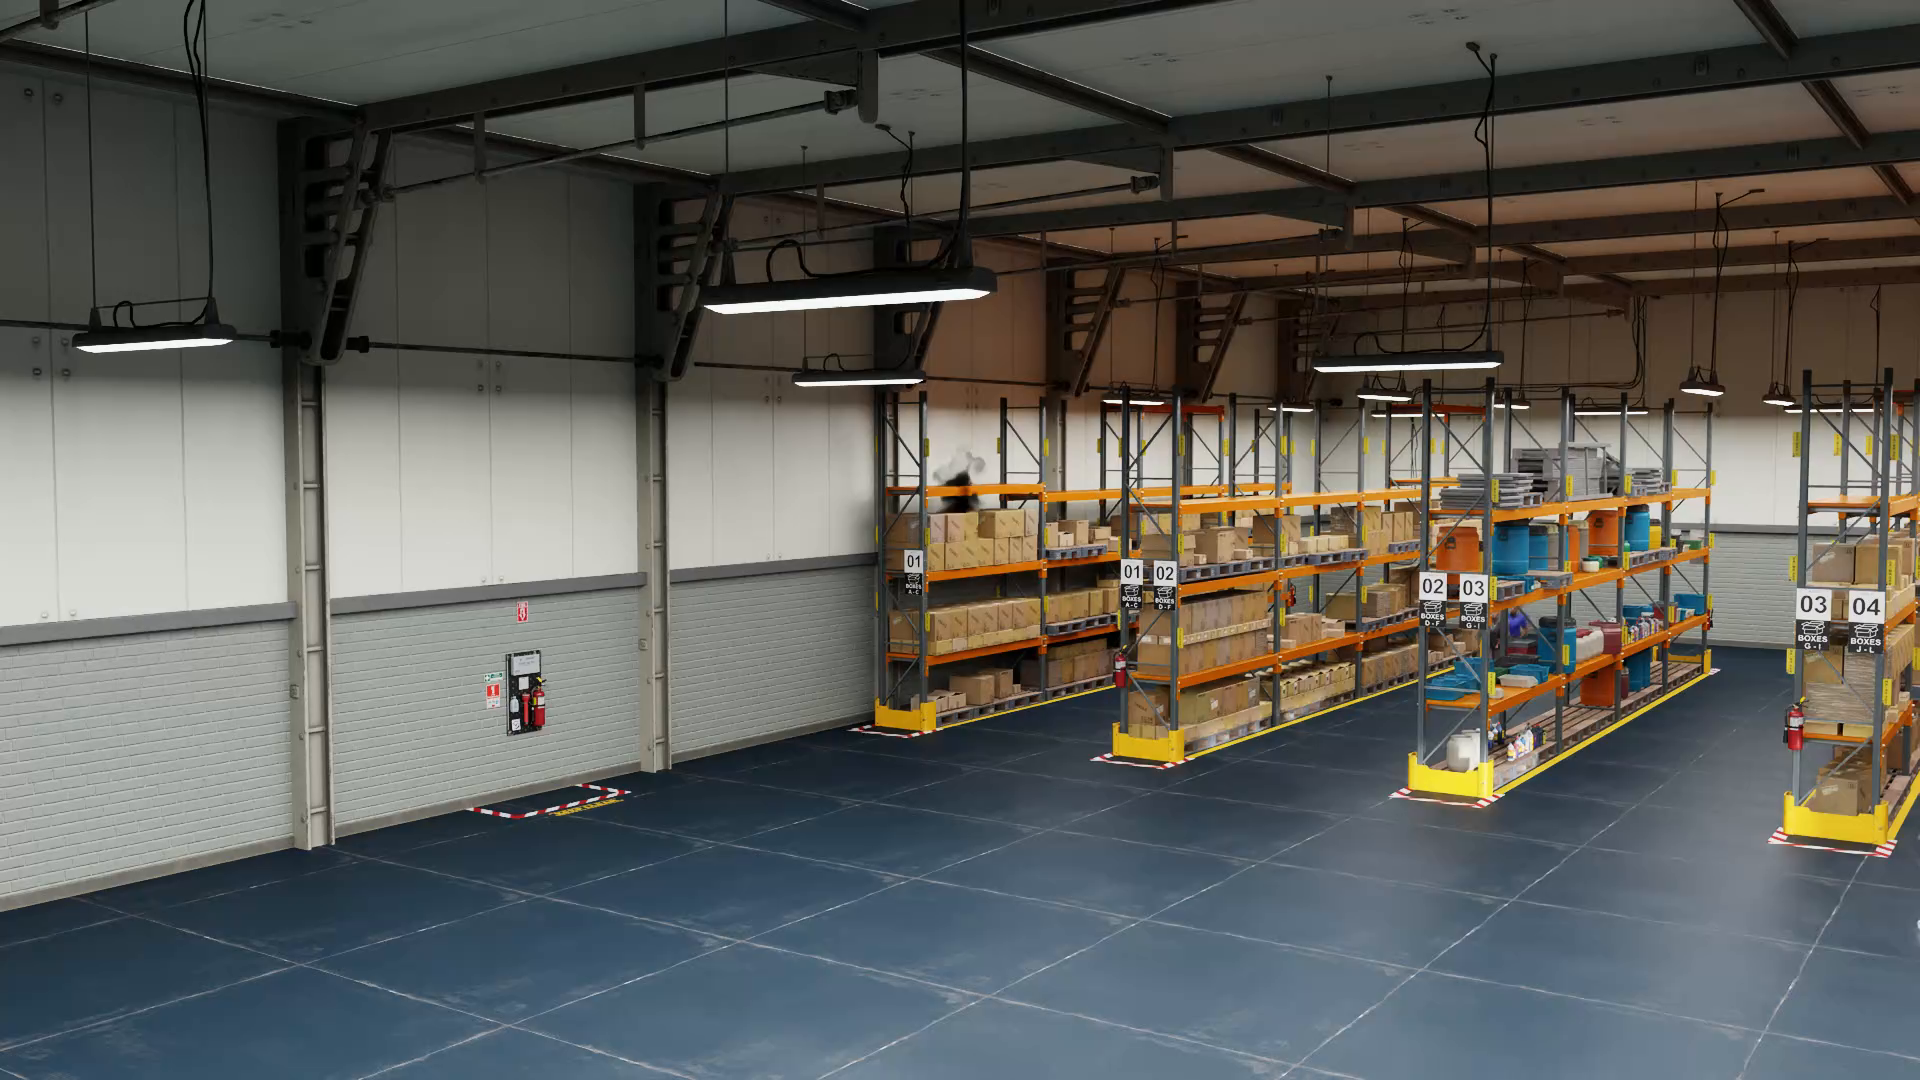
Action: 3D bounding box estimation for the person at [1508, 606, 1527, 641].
[{"bbox_3d":[12.008,2.199,36.151,0.595,1.631,0.615,1,3,23],"label":"person"}]

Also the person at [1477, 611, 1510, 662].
[{"bbox_3d":[10.966,2.258,34.224,0.671,1.706,0.666,2,4,28],"label":"person"}]
